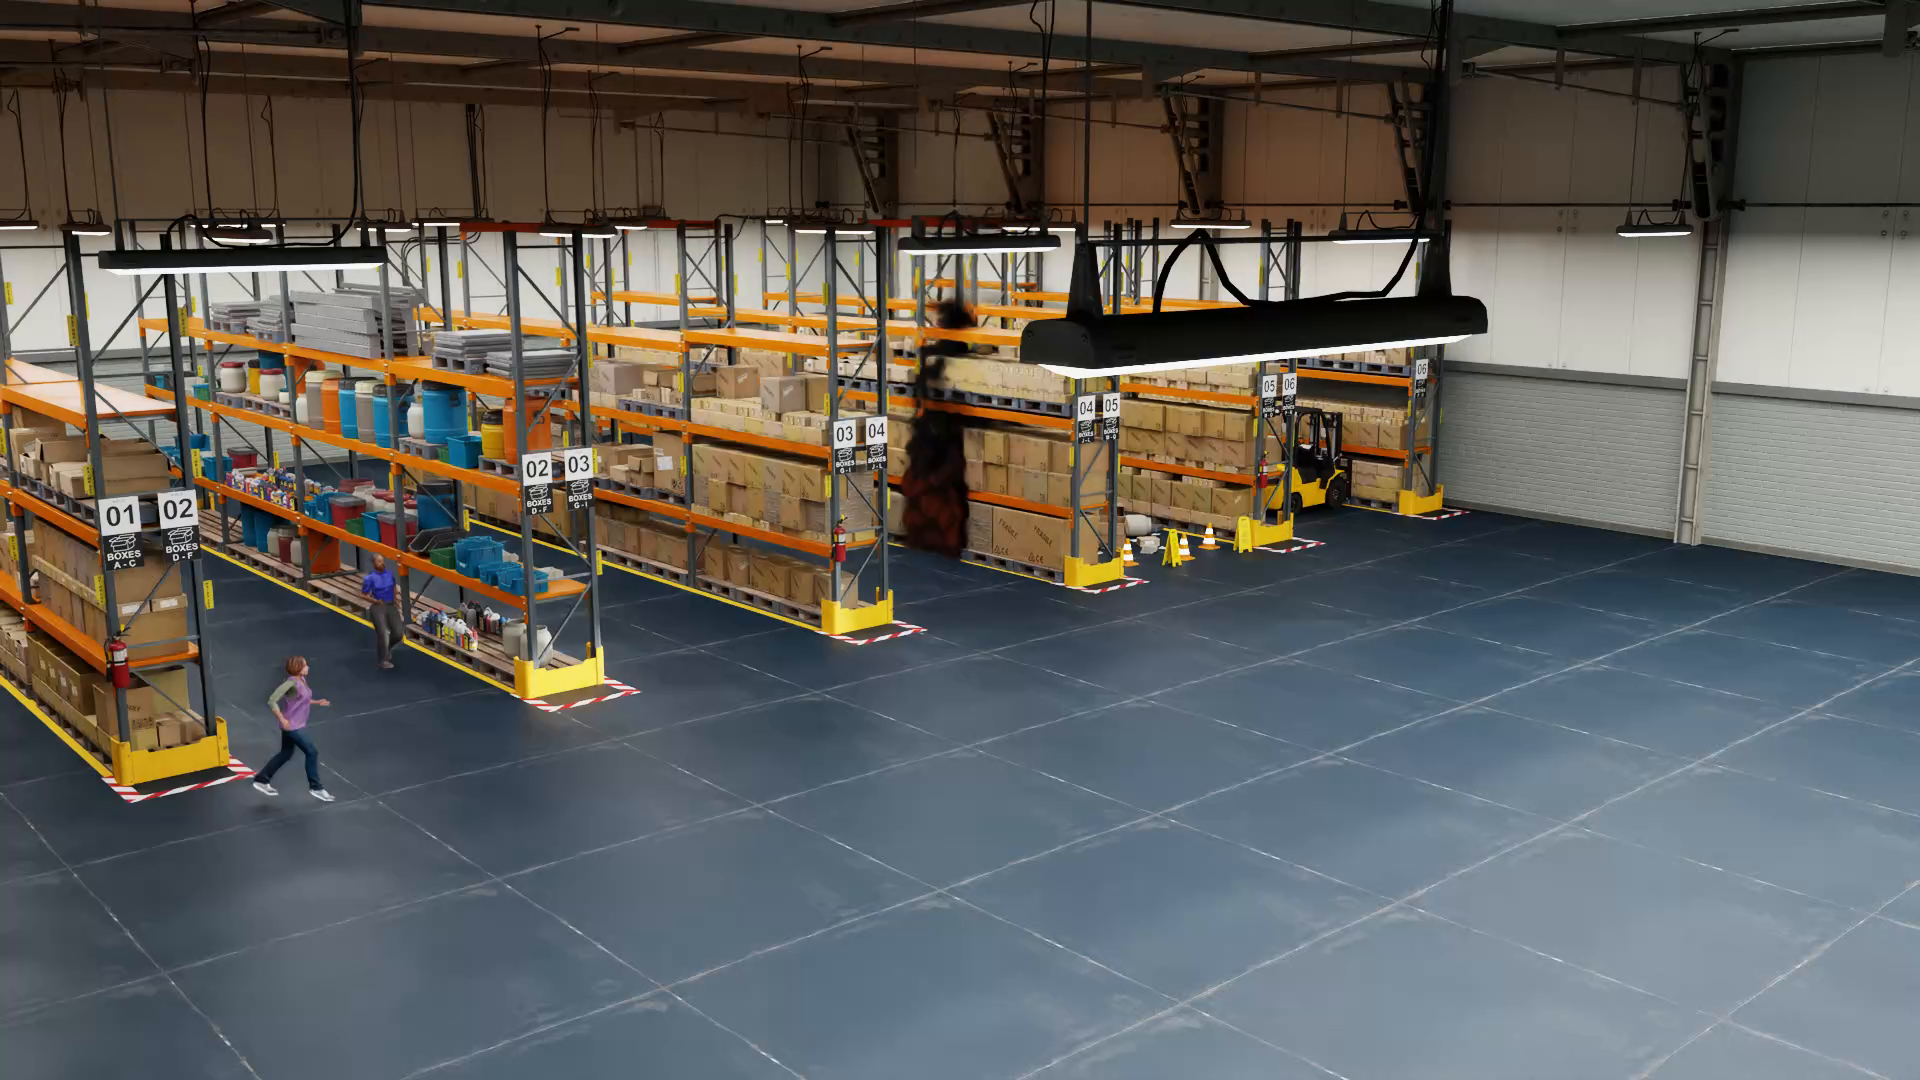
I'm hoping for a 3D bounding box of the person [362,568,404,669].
[{"bbox_3d":[-7.960,1.076,22.973,0.501,1.404,0.535,10,15,41],"label":"person"}]

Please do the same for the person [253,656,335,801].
[{"bbox_3d":[-7.177,2.031,17.813,0.850,1.626,0.481,-3,12,-15],"label":"person"}]
